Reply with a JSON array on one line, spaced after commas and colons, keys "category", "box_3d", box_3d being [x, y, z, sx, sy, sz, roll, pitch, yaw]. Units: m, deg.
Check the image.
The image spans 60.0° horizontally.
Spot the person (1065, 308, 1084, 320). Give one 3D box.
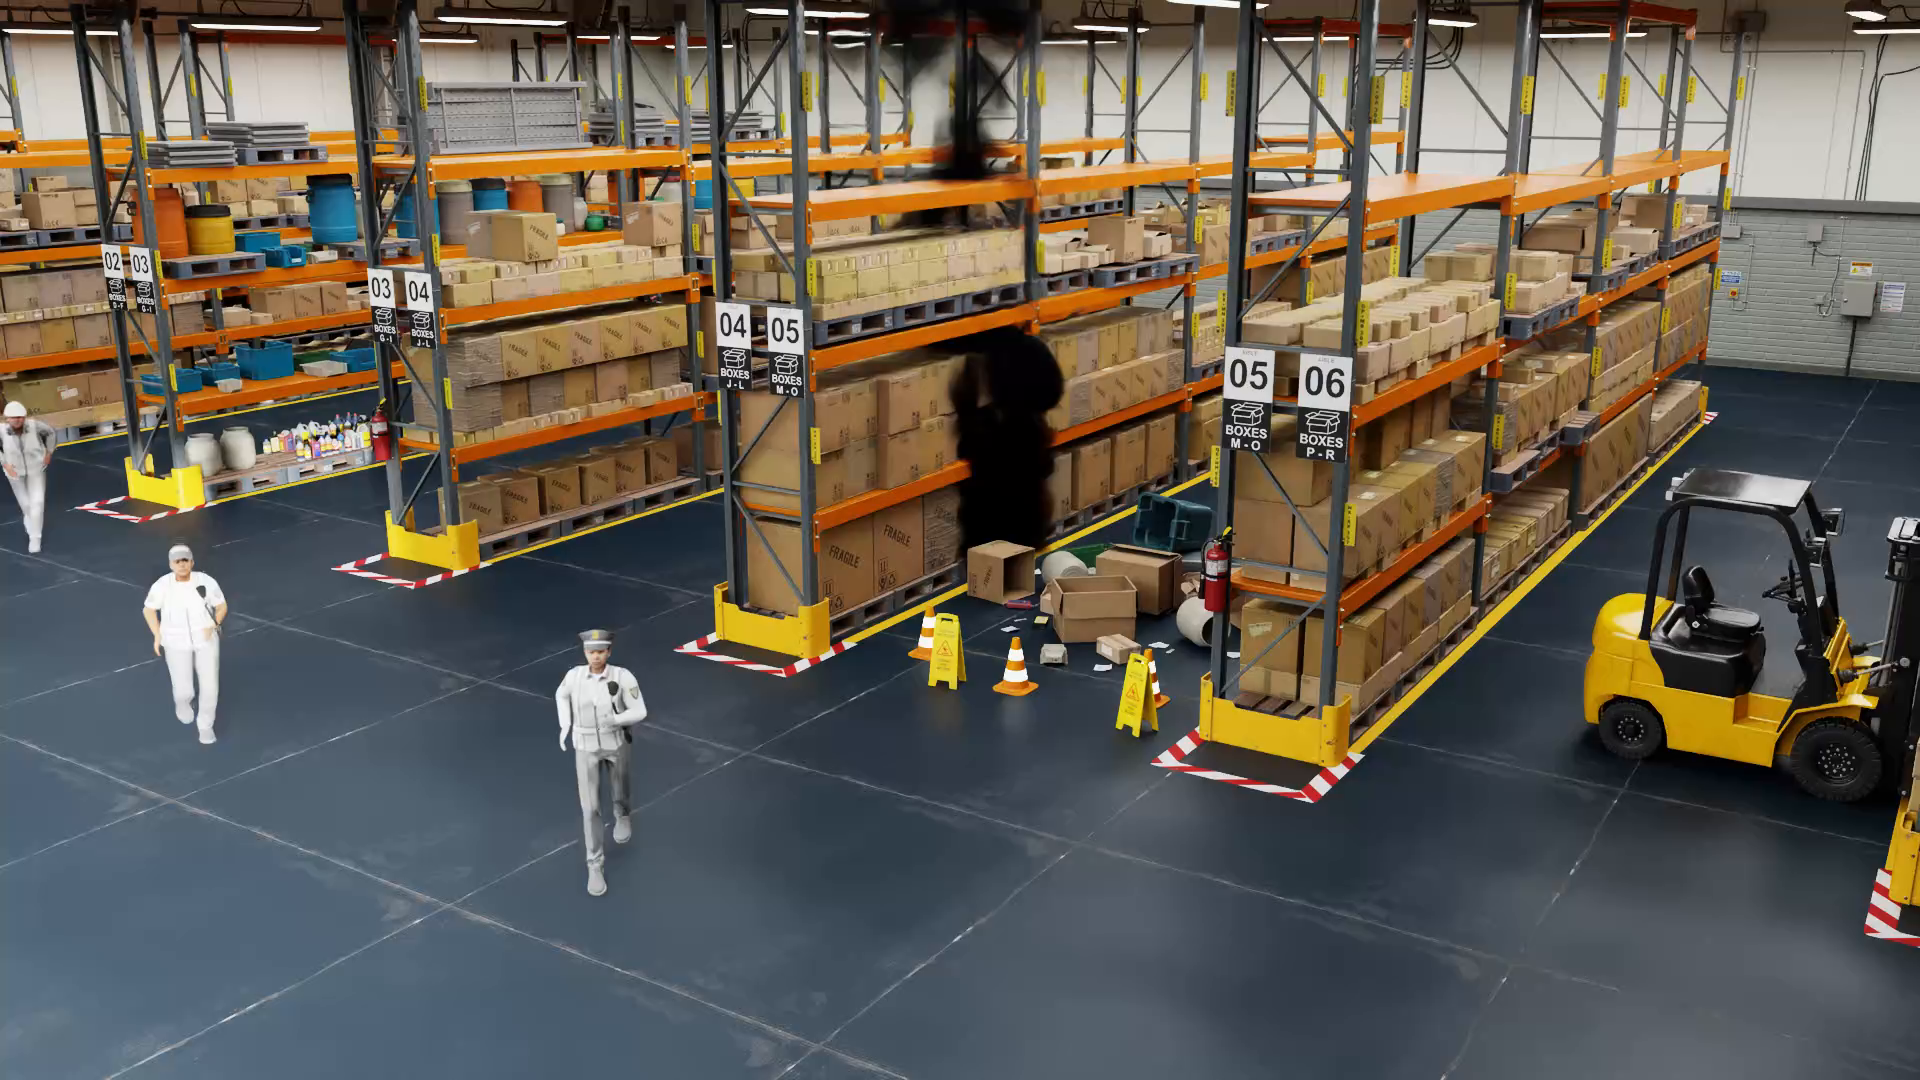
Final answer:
[{"category": "person", "box_3d": [1.875, -2.985, 26.732, 0.654, 1.753, 0.794, 10, 18, 32]}]

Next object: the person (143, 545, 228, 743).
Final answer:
[{"category": "person", "box_3d": [-6.126, 0.831, 13.249, 0.607, 1.627, 0.549, -8, 18, -27]}]

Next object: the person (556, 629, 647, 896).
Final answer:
[{"category": "person", "box_3d": [-2.367, 1.379, 11.021, 0.606, 1.692, 0.930, -2, 16, -8]}]

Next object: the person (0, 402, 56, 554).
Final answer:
[{"category": "person", "box_3d": [-10.618, -0.778, 18.916, 0.688, 1.731, 1.031, -10, 18, -31]}]
